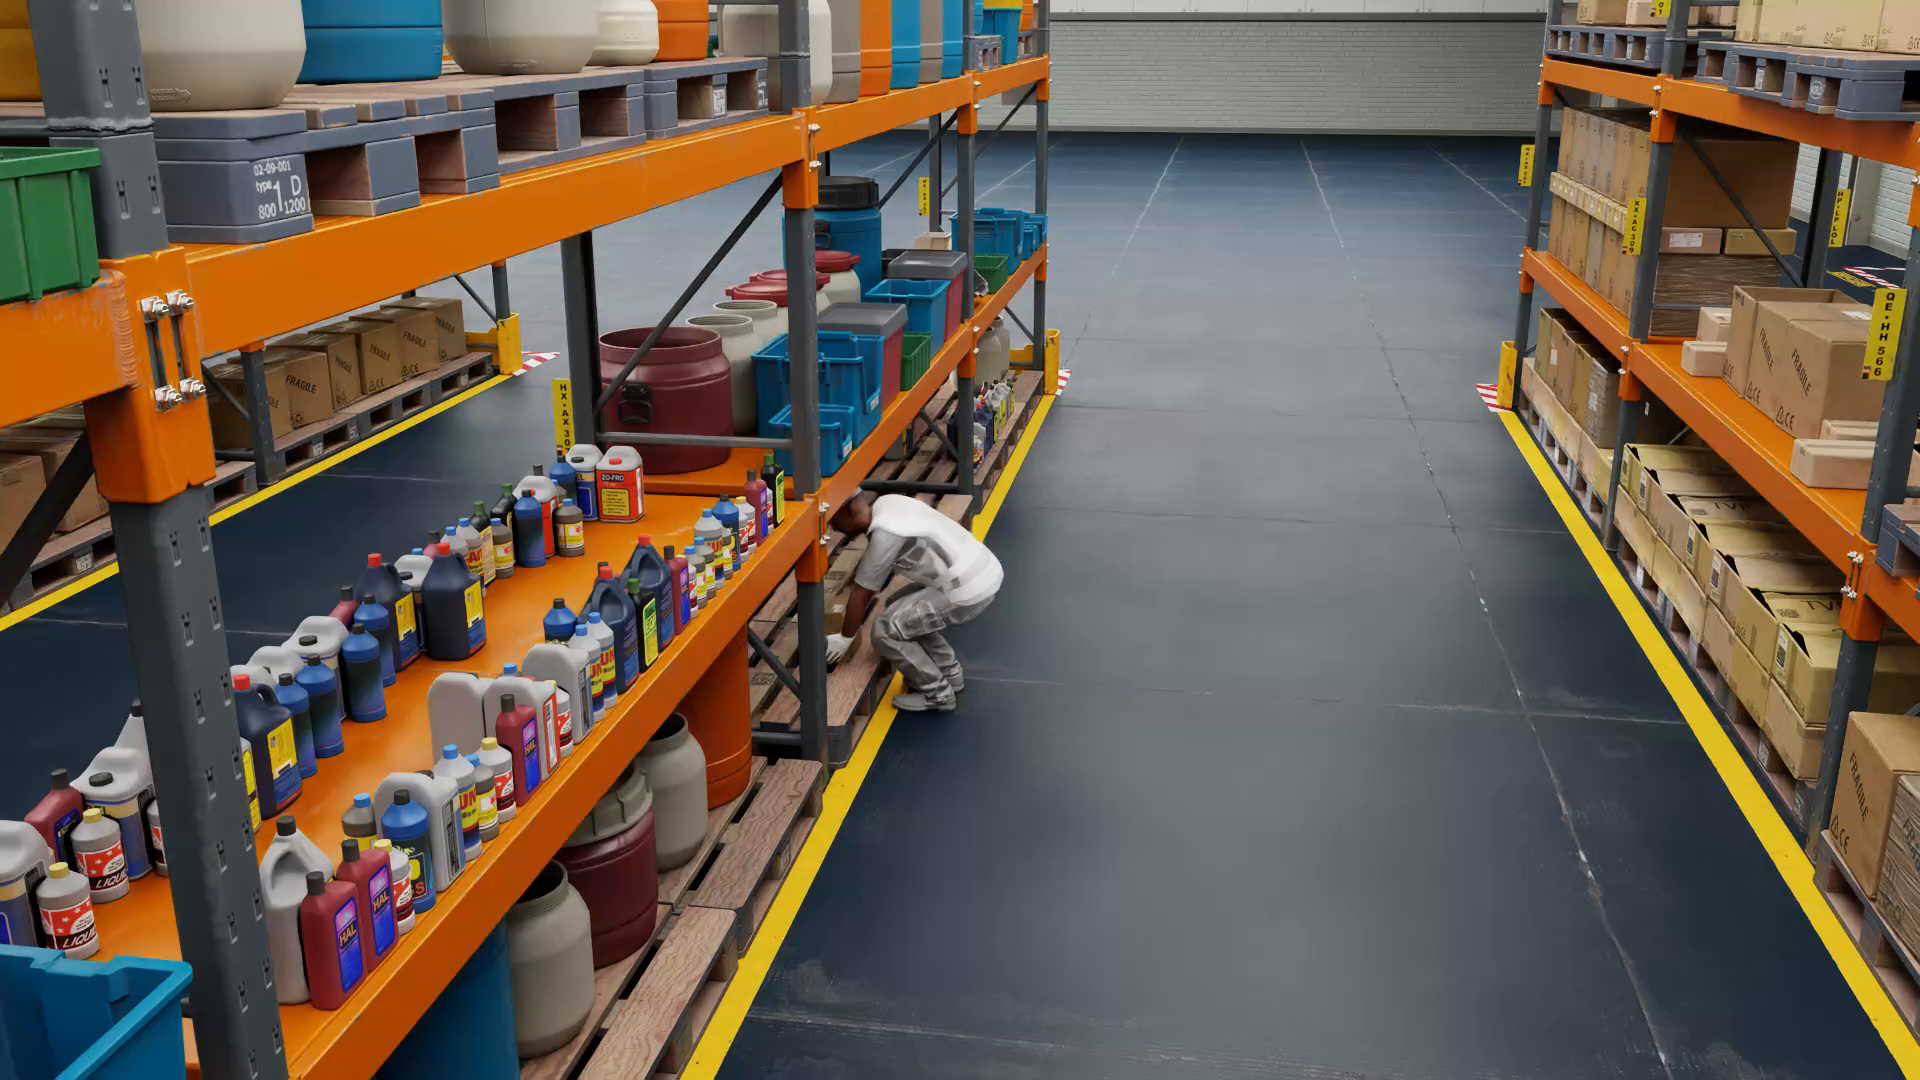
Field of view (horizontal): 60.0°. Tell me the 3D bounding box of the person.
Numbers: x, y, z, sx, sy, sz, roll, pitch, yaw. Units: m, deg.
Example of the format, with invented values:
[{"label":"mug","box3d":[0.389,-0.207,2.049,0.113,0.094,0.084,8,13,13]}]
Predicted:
[{"label":"person","box3d":[-0.246,0.247,7.854,0.884,1.112,0.588,3,18,8]}]
